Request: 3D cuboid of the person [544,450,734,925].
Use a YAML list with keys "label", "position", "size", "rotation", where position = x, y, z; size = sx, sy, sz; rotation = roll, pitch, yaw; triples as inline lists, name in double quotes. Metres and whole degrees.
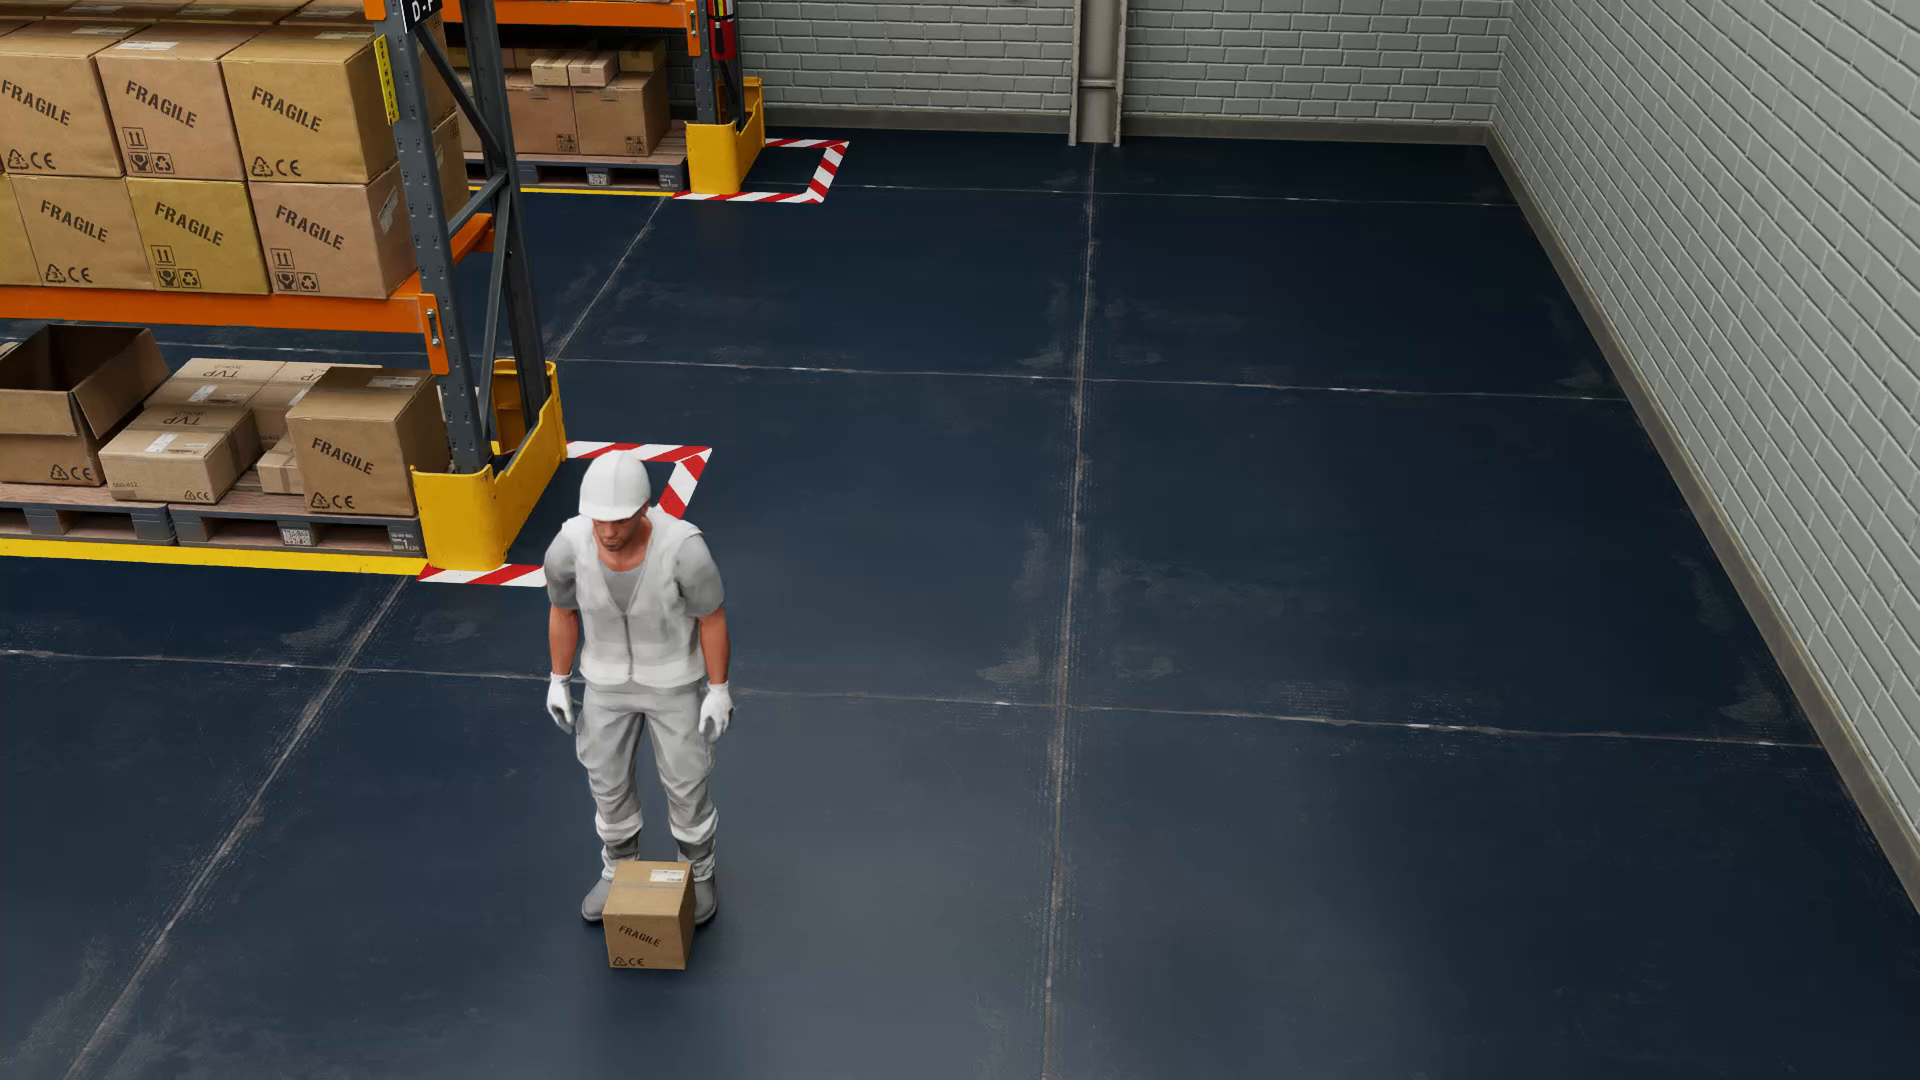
- label: "person"
  position: [-1.025, 0.481, 5.340]
  size: [0.609, 1.780, 0.448]
  rotation: [3, 32, 4]
